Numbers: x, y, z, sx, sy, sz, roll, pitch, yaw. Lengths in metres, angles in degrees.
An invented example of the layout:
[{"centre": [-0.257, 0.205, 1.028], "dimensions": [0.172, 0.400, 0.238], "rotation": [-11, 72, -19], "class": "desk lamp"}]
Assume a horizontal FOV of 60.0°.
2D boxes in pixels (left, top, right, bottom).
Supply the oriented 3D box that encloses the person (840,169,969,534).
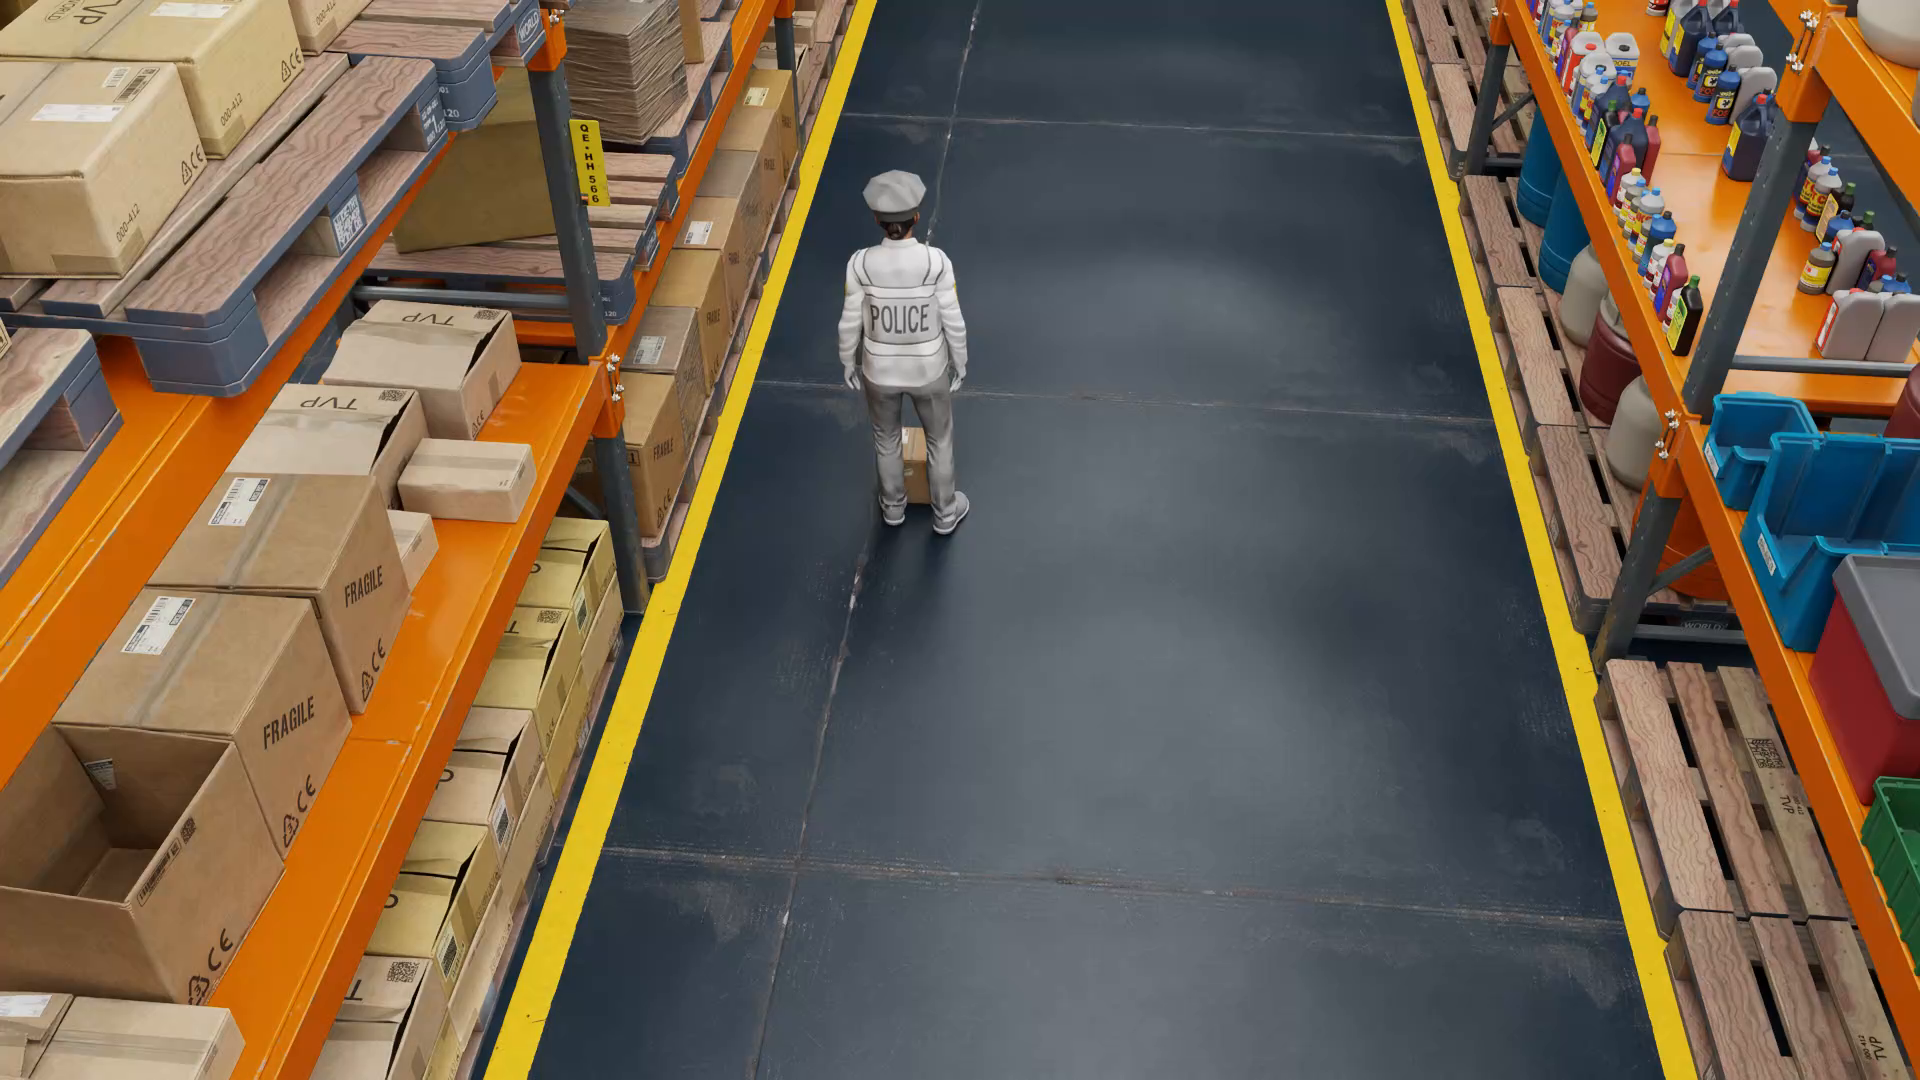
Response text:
[{"centre": [-0.228, -0.739, 7.025], "dimensions": [0.538, 1.663, 0.405], "rotation": [2, 40, 3], "class": "person"}]
